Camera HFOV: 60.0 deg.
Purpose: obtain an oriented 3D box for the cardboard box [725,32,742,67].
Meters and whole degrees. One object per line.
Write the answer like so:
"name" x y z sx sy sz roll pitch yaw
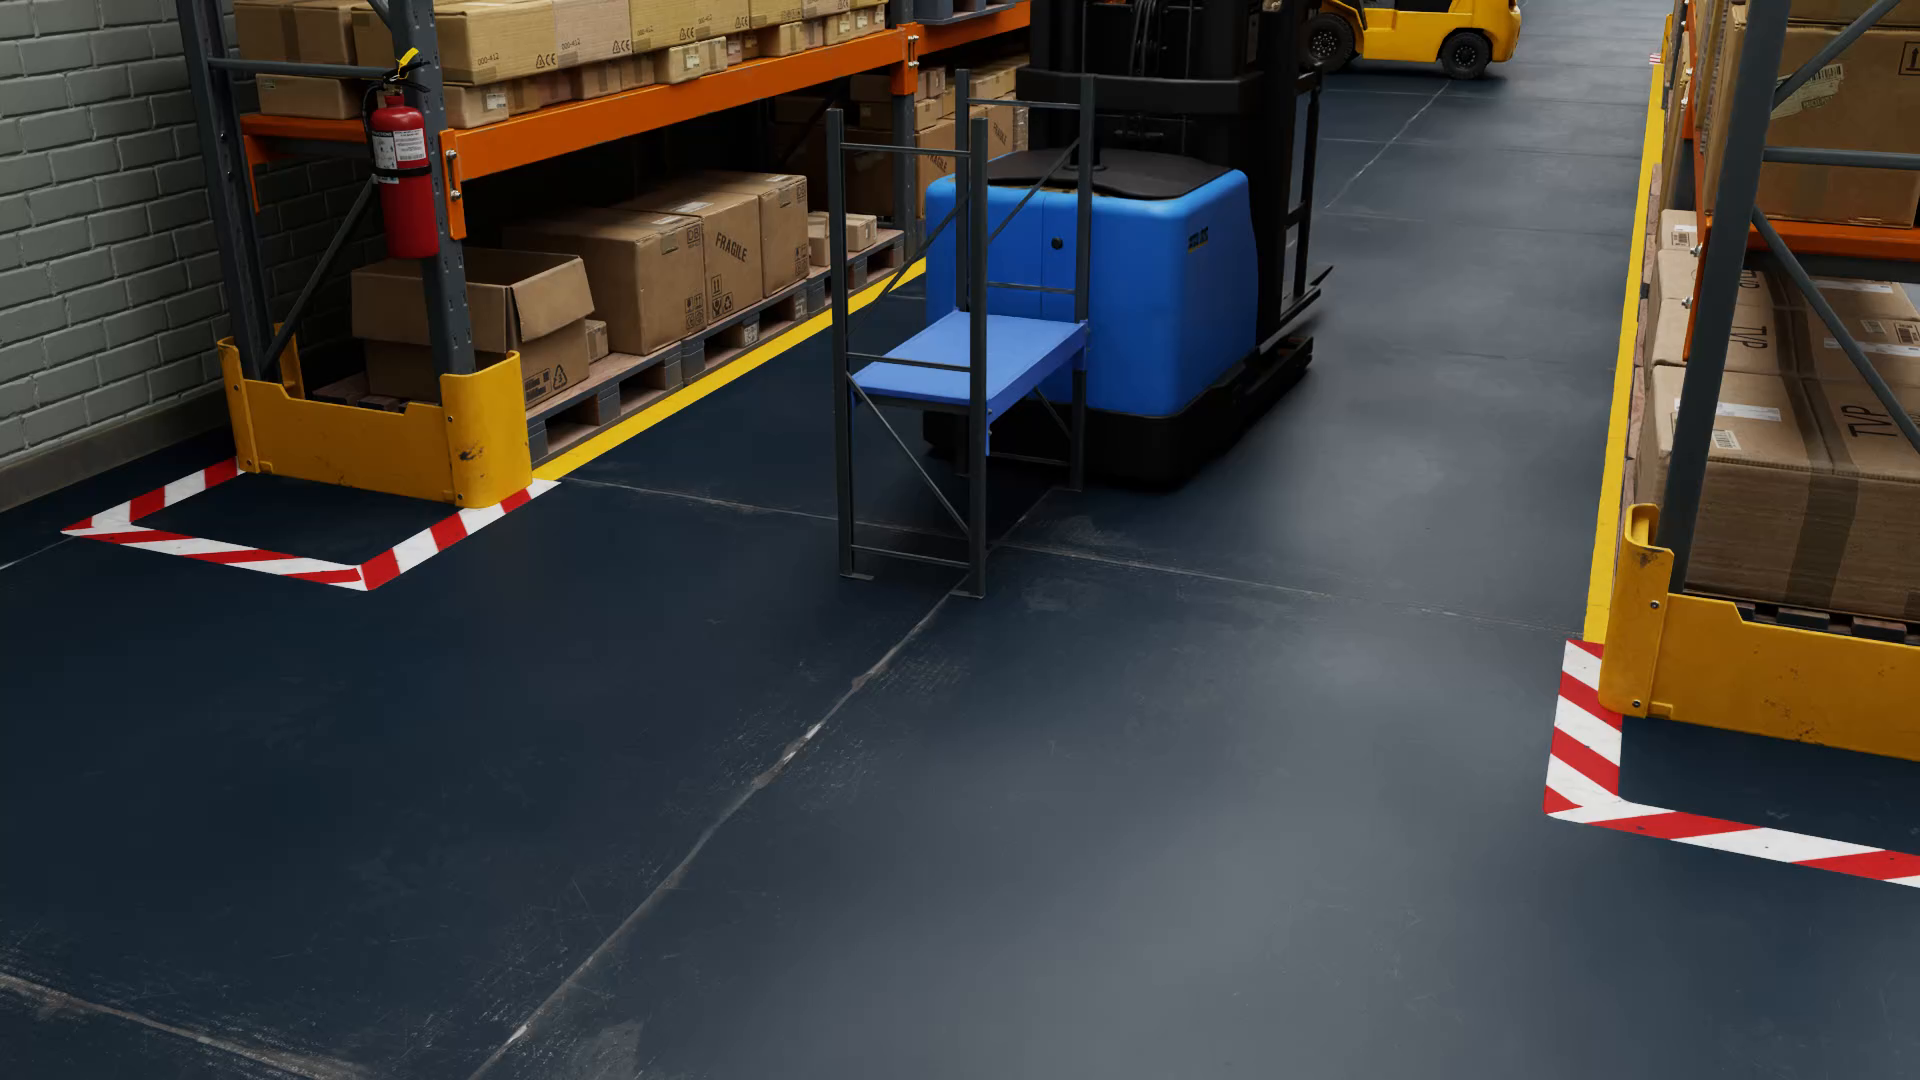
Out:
"cardboard box" -1.213 -2.223 7.505 0.380 0.149 0.250 9 24 20

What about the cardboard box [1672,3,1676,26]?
"cardboard box" 7.573 -5.449 16.953 0.500 0.500 0.500 8 24 18

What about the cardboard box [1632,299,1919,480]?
"cardboard box" 2.869 -0.488 5.807 0.875 0.438 0.875 9 24 21

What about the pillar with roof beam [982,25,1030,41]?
"pillar with roof beam" 4.391 -7.217 11.353 9.100 9.000 0.400 9 24 20

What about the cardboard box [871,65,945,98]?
"cardboard box" -0.307 -2.705 9.806 0.380 0.149 0.250 8 24 17

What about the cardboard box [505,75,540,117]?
"cardboard box" -1.797 -1.667 6.175 0.380 0.149 0.250 9 24 21

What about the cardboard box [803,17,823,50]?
"cardboard box" -0.896 -2.489 8.144 0.380 0.149 0.250 9 24 21

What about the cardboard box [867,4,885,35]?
"cardboard box" -0.623 -2.772 8.821 0.380 0.149 0.250 9 24 21

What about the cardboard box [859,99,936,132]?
"cardboard box" -0.359 -2.468 9.624 0.380 0.149 0.250 10 25 23

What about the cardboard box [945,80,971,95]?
"cardboard box" -0.154 -2.772 10.351 0.380 0.149 0.250 8 24 19

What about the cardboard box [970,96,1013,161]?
"cardboard box" 0.027 -2.589 10.756 0.500 0.500 0.500 8 24 18

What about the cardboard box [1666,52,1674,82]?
"cardboard box" 6.812 -4.367 15.335 0.500 0.250 0.500 10 25 22

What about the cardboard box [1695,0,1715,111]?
"cardboard box" 3.072 -1.888 6.249 0.500 0.500 0.500 9 24 20

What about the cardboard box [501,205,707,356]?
"cardboard box" -1.556 -1.153 7.317 0.700 0.500 0.500 10 25 22

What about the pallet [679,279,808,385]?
"pallet" -1.447 -1.068 8.033 1.003 0.211 1.213 9 24 20

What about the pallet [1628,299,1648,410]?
"pallet" 3.516 -0.781 7.347 1.003 0.211 1.213 9 24 20

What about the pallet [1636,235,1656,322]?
"pallet" 4.087 -1.329 8.658 1.003 0.211 1.213 9 24 20

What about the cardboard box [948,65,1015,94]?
"cardboard box" 0.141 -3.045 11.005 0.380 0.149 0.250 9 24 20

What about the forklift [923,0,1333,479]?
"forklift" 0.955 -2.106 6.989 1.130 2.935 3.031 11 25 24

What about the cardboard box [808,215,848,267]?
"cardboard box" -0.806 -1.601 8.694 0.396 0.266 0.258 10 25 22

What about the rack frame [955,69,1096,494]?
"rack frame" 0.221 -0.904 5.970 0.500 1.500 0.032 9 24 20

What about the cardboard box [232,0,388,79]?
"cardboard box" -2.301 -1.878 6.162 0.500 0.250 0.500 10 24 22

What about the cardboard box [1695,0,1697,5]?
"cardboard box" 4.767 -3.366 10.111 0.500 0.250 0.500 8 24 19

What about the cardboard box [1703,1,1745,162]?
"cardboard box" 2.519 -1.332 4.917 0.500 0.500 0.500 8 24 19

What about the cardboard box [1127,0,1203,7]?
"cardboard box" 2.049 -4.811 15.912 0.875 0.625 0.625 10 25 22

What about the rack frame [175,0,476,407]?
"rack frame" -2.225 -1.607 5.705 1.000 3.000 0.127 9 24 20

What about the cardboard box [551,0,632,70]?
"cardboard box" -1.619 -1.979 6.405 0.500 0.250 0.500 9 24 21

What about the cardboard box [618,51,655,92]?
"cardboard box" -1.487 -1.944 6.837 0.380 0.149 0.250 9 24 21

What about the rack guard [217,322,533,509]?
"rack guard" -2.197 -0.481 6.252 1.175 0.500 0.348 9 24 20

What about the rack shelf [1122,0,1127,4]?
"rack shelf" 1.489 -4.853 14.411 1.077 0.370 4.000 9 24 20

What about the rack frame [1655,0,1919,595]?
"rack frame" 2.385 -0.898 4.007 1.000 3.000 0.127 9 24 20

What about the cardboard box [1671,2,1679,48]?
"cardboard box" 7.000 -4.895 15.627 0.500 0.500 0.500 9 24 21

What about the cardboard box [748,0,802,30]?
"cardboard box" -1.072 -2.531 7.727 0.500 0.250 0.500 9 24 20

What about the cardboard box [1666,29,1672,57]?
"cardboard box" 7.575 -5.118 17.133 0.500 0.250 0.500 10 25 22

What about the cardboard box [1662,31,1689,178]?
"cardboard box" 5.023 -2.739 10.626 0.875 0.875 0.875 9 24 20

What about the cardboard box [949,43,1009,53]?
"cardboard box" 0.140 -3.576 12.277 0.380 0.149 0.250 10 25 22

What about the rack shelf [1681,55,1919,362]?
"rack shelf" 3.128 -1.281 5.859 1.077 0.370 4.000 9 24 20

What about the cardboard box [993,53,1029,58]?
"cardboard box" 0.447 -3.318 11.659 0.380 0.149 0.250 10 24 22

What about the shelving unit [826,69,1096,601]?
"shelving unit" 0.032 -0.723 5.534 0.538 1.500 1.048 9 24 20

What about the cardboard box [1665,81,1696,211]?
"cardboard box" 4.027 -1.776 8.321 0.875 0.875 0.875 10 25 22

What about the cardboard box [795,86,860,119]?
"cardboard box" -0.777 -2.646 10.049 0.380 0.149 0.250 9 24 20

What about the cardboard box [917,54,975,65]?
"cardboard box" -0.117 -3.291 11.595 0.380 0.149 0.250 8 24 19

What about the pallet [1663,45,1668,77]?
"pallet" 7.965 -5.024 17.503 1.003 0.211 1.213 9 24 20

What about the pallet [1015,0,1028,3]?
"pallet" 0.029 -3.685 10.928 1.003 0.211 1.213 9 24 20

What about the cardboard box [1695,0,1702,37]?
"cardboard box" 3.994 -2.639 8.370 0.500 0.250 0.500 8 24 19

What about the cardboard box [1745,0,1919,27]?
"cardboard box" 2.343 -1.612 4.290 0.500 0.500 0.500 10 25 22
